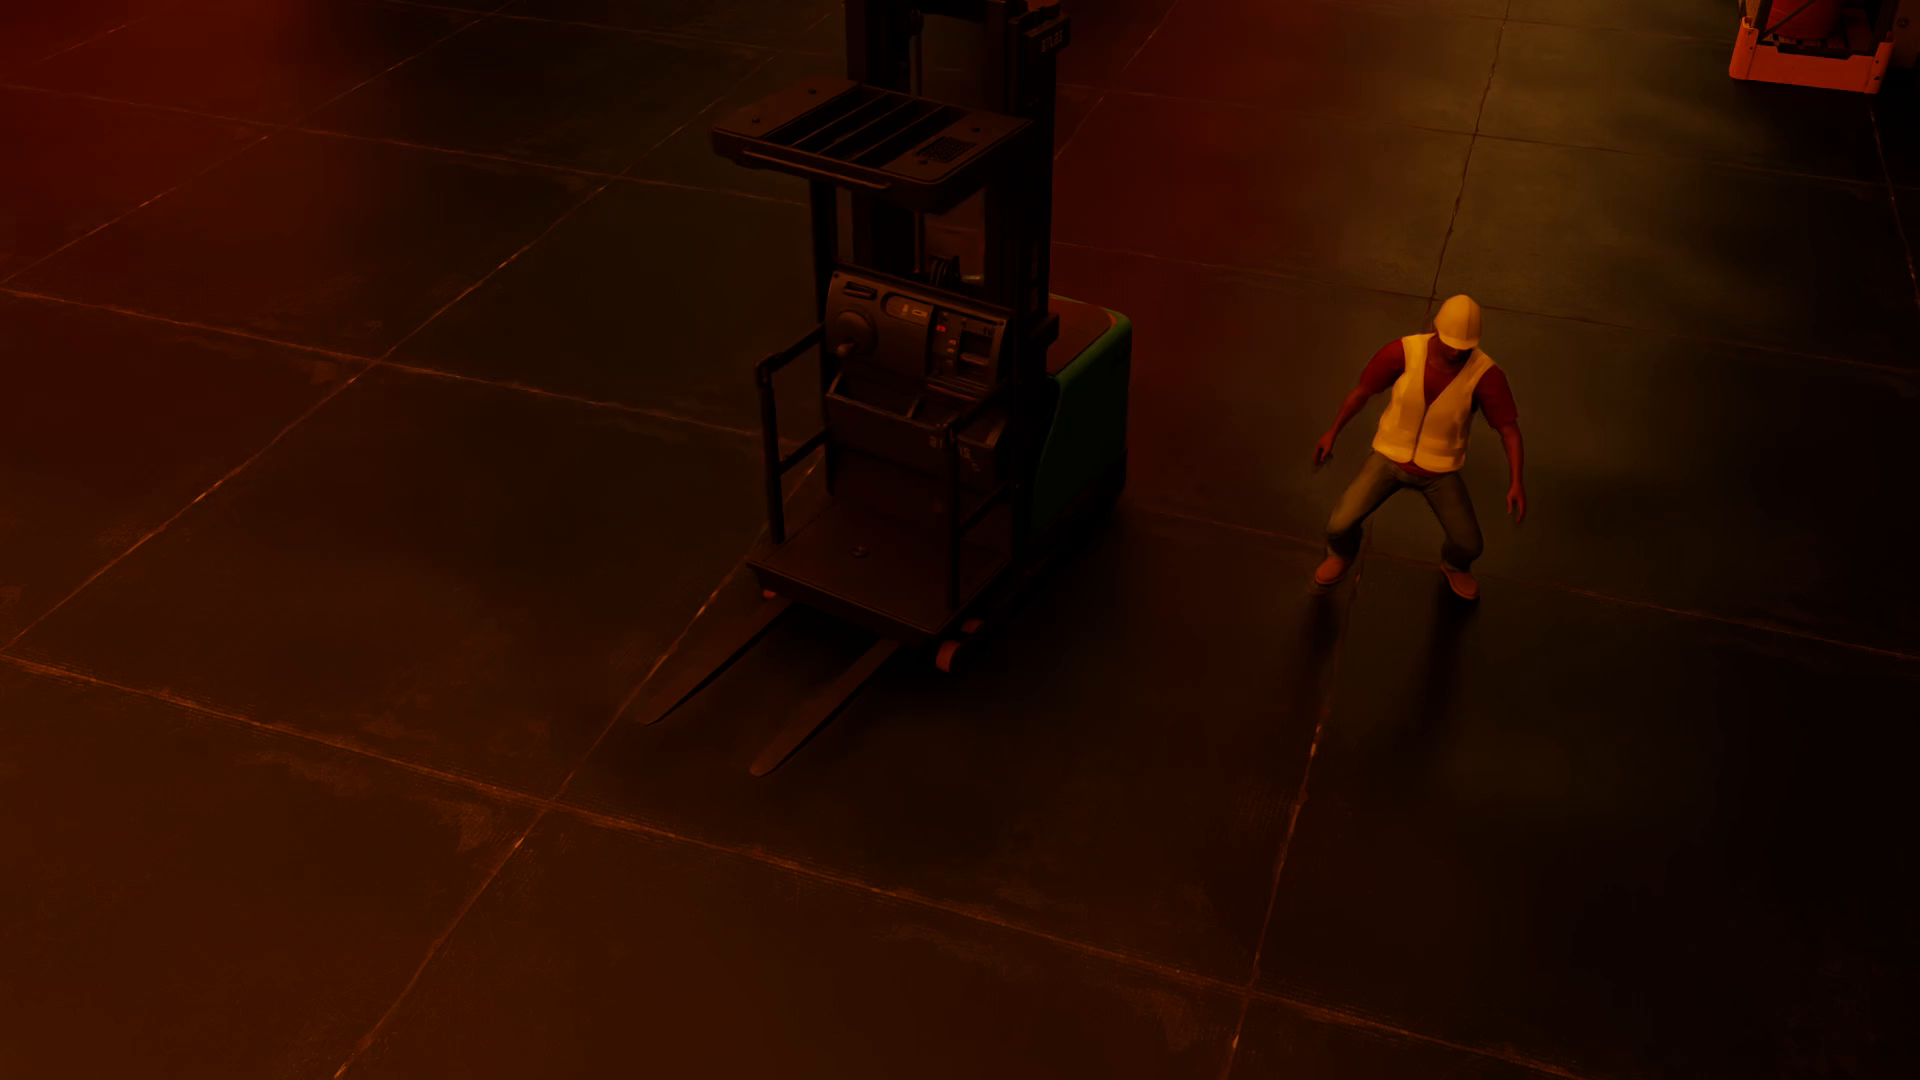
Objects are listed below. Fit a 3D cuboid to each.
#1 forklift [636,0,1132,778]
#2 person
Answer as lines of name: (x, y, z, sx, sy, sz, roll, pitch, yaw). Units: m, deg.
forklift: (-0.316, -0.878, 7.349, 1.130, 2.935, 3.031, 20, 40, 25)
person: (2.167, -0.401, 7.774, 1.002, 1.605, 0.636, 14, 38, 19)
